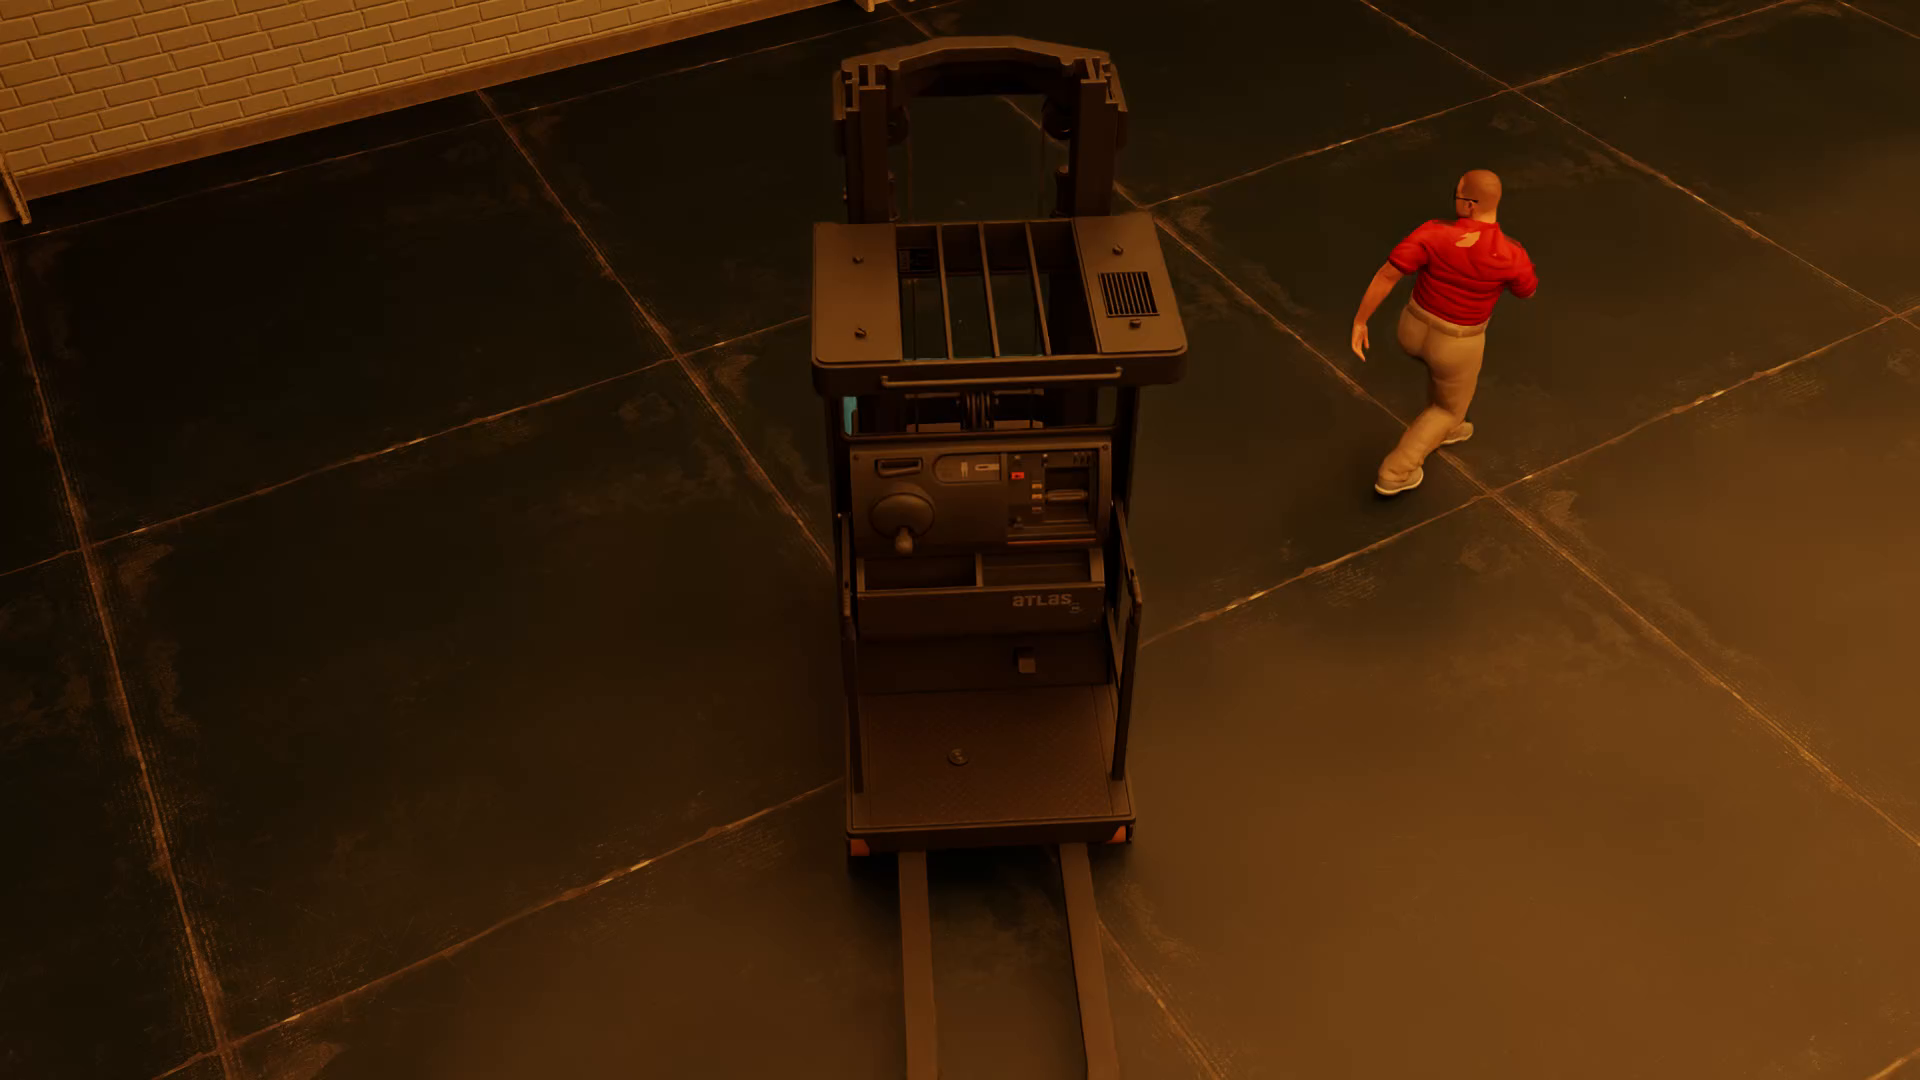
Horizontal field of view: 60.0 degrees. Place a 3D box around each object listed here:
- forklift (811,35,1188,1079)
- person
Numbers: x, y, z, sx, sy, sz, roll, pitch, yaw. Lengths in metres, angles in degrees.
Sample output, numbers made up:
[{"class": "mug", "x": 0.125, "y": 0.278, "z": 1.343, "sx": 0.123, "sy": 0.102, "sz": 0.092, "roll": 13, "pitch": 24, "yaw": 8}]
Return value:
[{"class": "forklift", "x": 0.091, "y": -0.072, "z": 5.775, "sx": 1.130, "sy": 2.935, "sz": 3.031, "roll": -2, "pitch": 43, "yaw": -3}, {"class": "person", "x": 2.277, "y": -0.955, "z": 7.699, "sx": 0.957, "sy": 1.689, "sz": 0.564, "roll": -33, "pitch": 52, "yaw": -30}]
